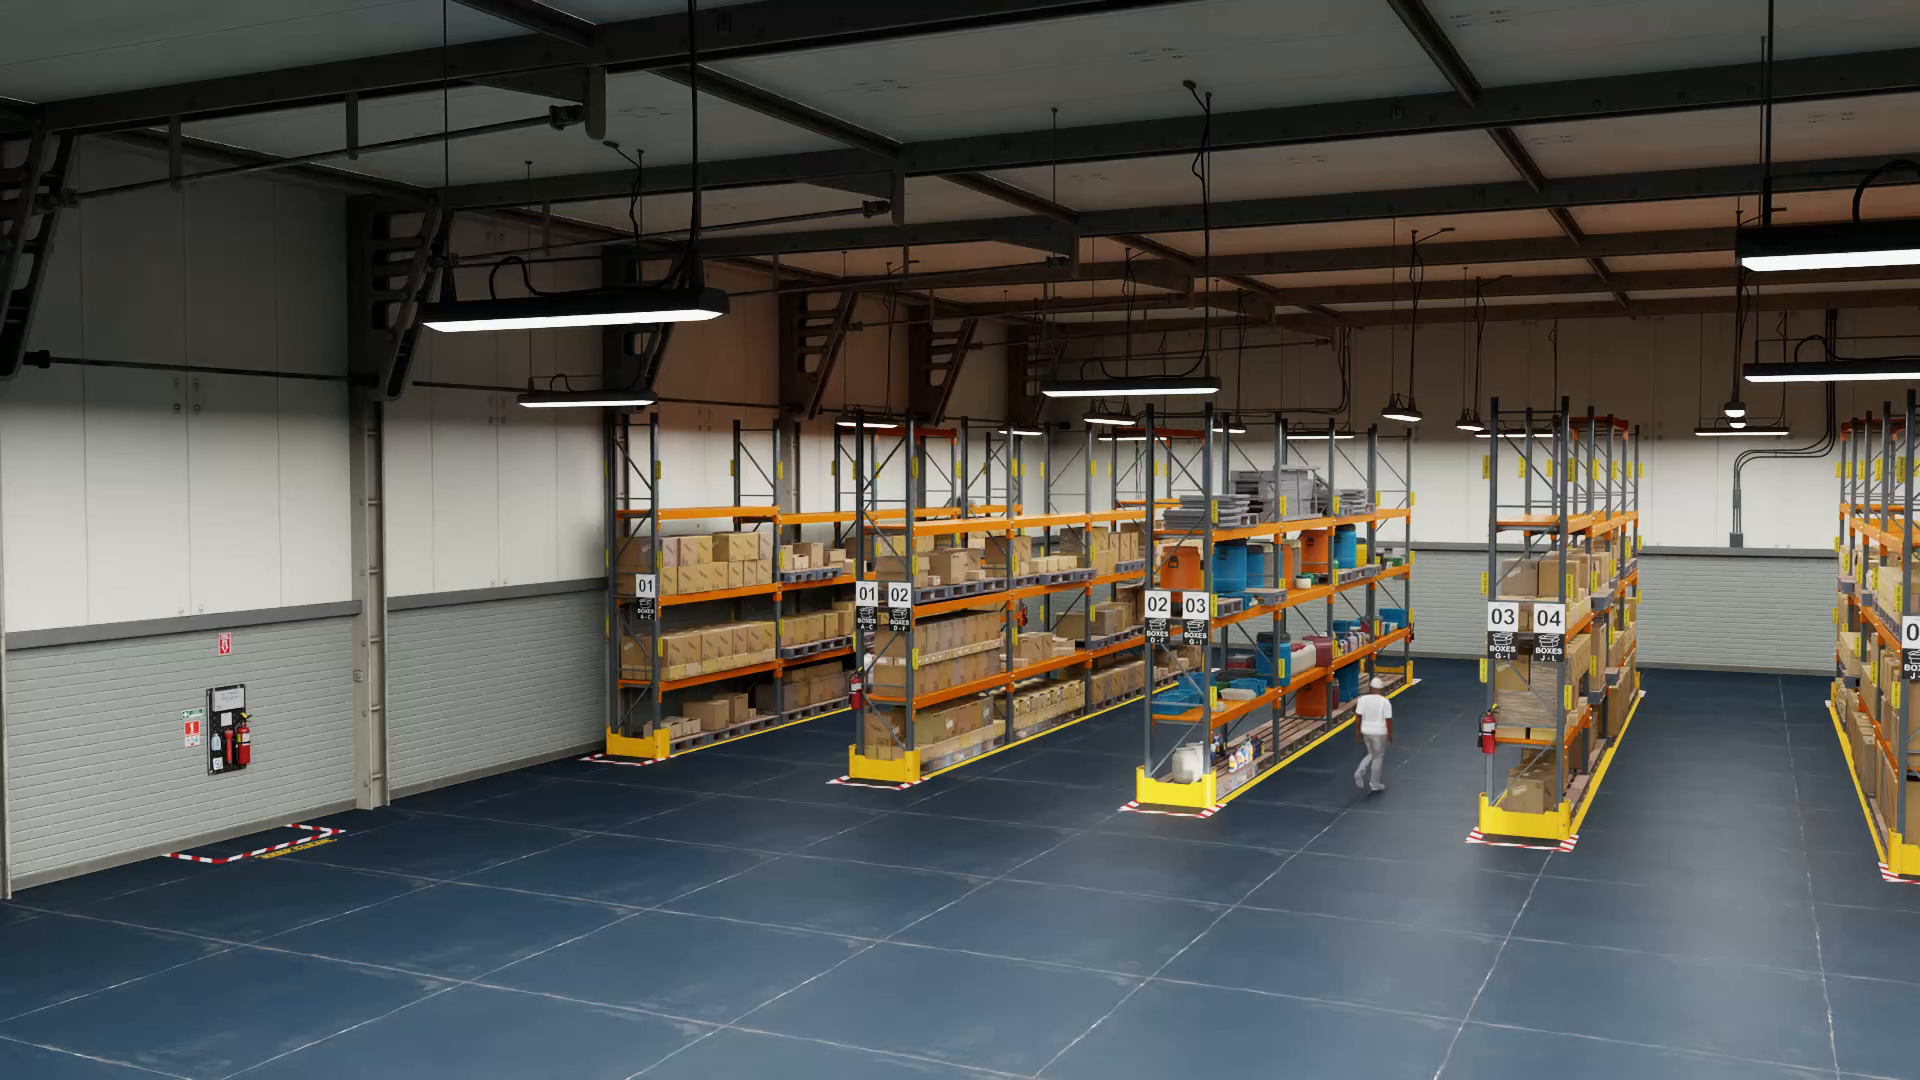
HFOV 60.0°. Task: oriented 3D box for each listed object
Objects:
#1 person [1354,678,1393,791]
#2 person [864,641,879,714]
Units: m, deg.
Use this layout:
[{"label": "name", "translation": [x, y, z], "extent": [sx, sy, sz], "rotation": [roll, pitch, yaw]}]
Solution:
[{"label": "person", "translation": [6.430, 3.018, 25.834], "extent": [0.543, 1.760, 0.538], "rotation": [-1, 3, -30]}, {"label": "person", "translation": [-1.706, 2.827, 32.327], "extent": [0.413, 1.728, 0.510], "rotation": [1, 2, 14]}]
